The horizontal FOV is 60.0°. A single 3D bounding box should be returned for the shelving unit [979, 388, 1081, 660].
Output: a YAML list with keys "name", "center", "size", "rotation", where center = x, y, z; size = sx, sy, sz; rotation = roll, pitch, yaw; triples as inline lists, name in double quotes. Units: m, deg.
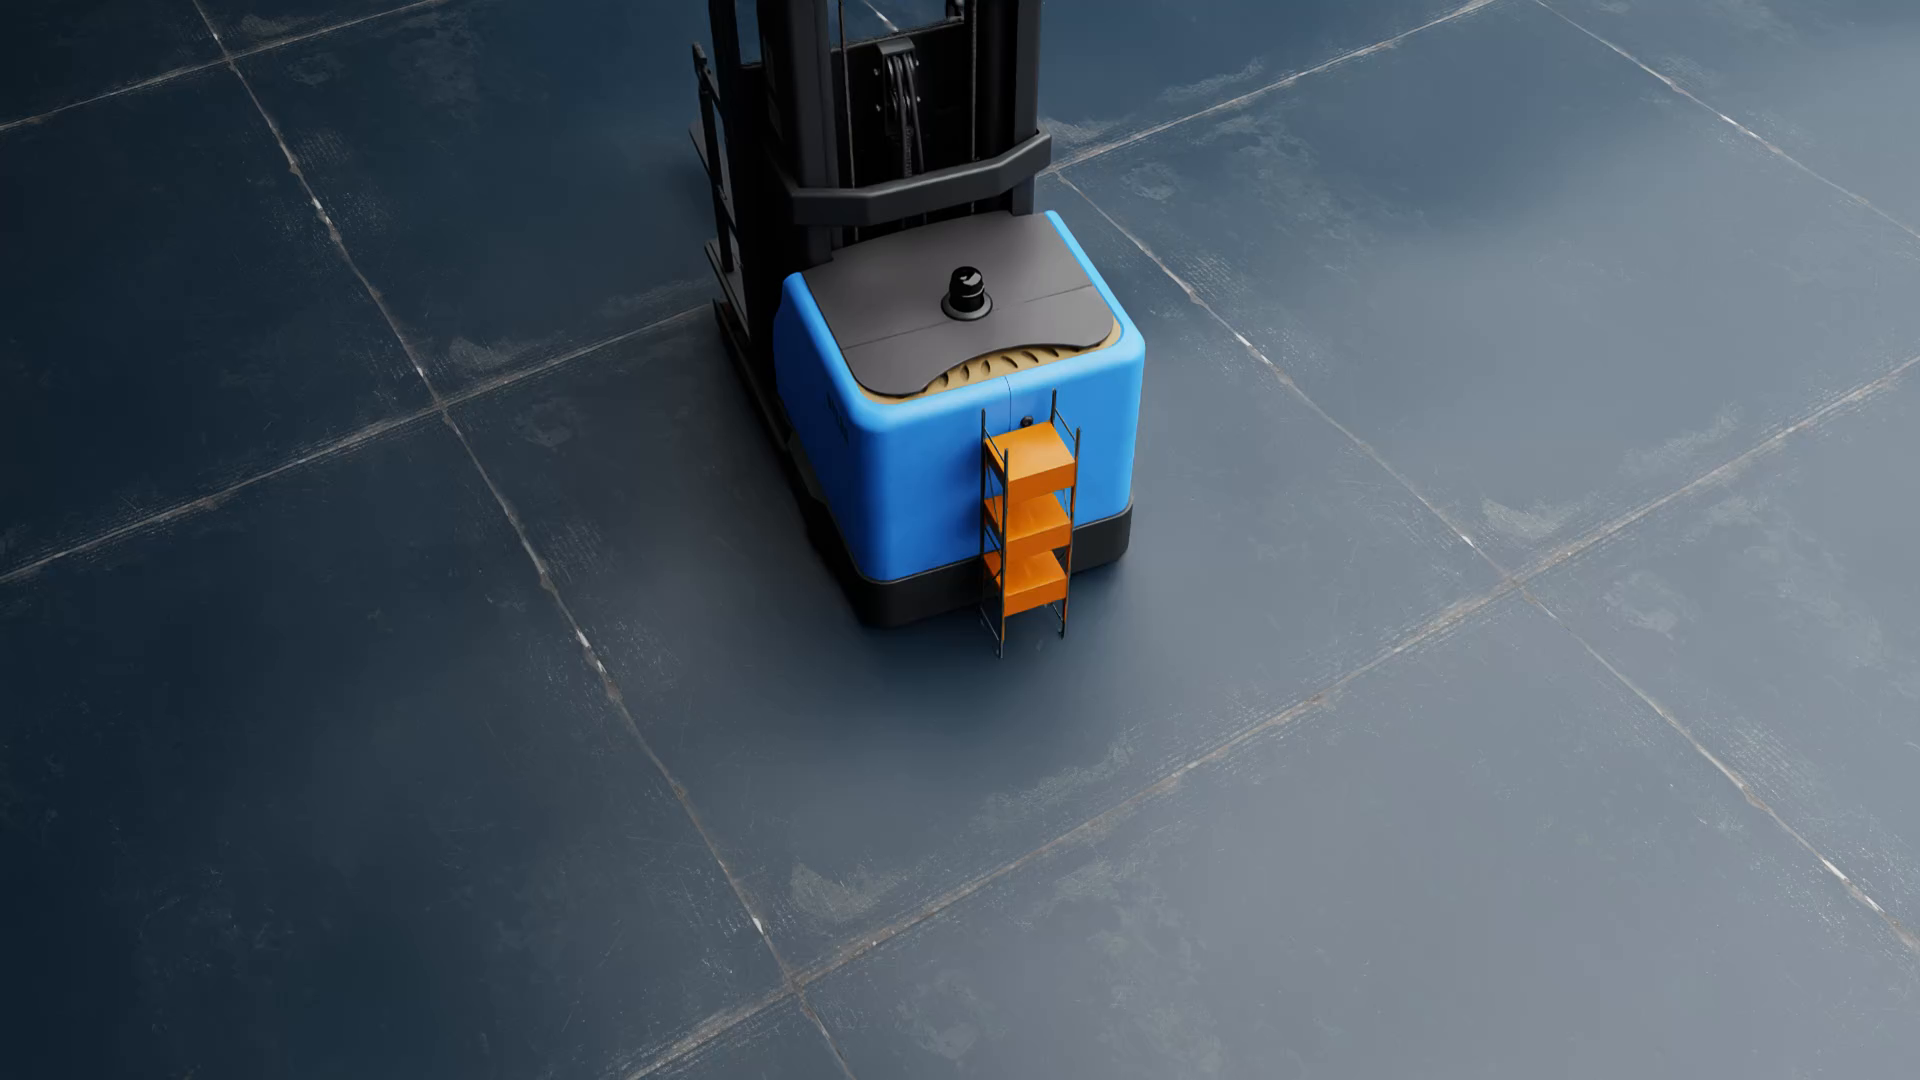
- name: "shelving unit"
  center: [0.221, -0.029, 5.573]
  size: [0.252, 1.050, 0.215]
  rotation: [-17, 50, -15]

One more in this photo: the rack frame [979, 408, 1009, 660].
- name: "rack frame"
  center: [0.108, 0.005, 5.542]
  size: [0.008, 1.050, 0.200]
  rotation: [-17, 50, -15]

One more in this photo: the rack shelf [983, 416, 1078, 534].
- name: "rack shelf"
  center: [0.221, -0.211, 5.369]
  size: [0.240, 0.259, 0.215]
  rotation: [-17, 50, -15]

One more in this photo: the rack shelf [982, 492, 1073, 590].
- name: "rack shelf"
  center: [0.221, -0.022, 5.581]
  size: [0.240, 0.259, 0.215]
  rotation: [-17, 50, -15]

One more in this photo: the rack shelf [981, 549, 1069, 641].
- name: "rack shelf"
  center: [0.221, 0.163, 5.788]
  size: [0.240, 0.259, 0.215]
  rotation: [-17, 50, -15]

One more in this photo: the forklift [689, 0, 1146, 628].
- name: "forklift"
  center: [-0.384, -1.789, 5.881]
  size: [1.130, 2.935, 3.031]
  rotation: [-16, 50, -14]

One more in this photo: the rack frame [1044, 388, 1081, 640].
- name: "rack frame"
  center: [0.334, -0.063, 5.603]
  size: [0.008, 1.050, 0.200]
  rotation: [-17, 50, -15]
